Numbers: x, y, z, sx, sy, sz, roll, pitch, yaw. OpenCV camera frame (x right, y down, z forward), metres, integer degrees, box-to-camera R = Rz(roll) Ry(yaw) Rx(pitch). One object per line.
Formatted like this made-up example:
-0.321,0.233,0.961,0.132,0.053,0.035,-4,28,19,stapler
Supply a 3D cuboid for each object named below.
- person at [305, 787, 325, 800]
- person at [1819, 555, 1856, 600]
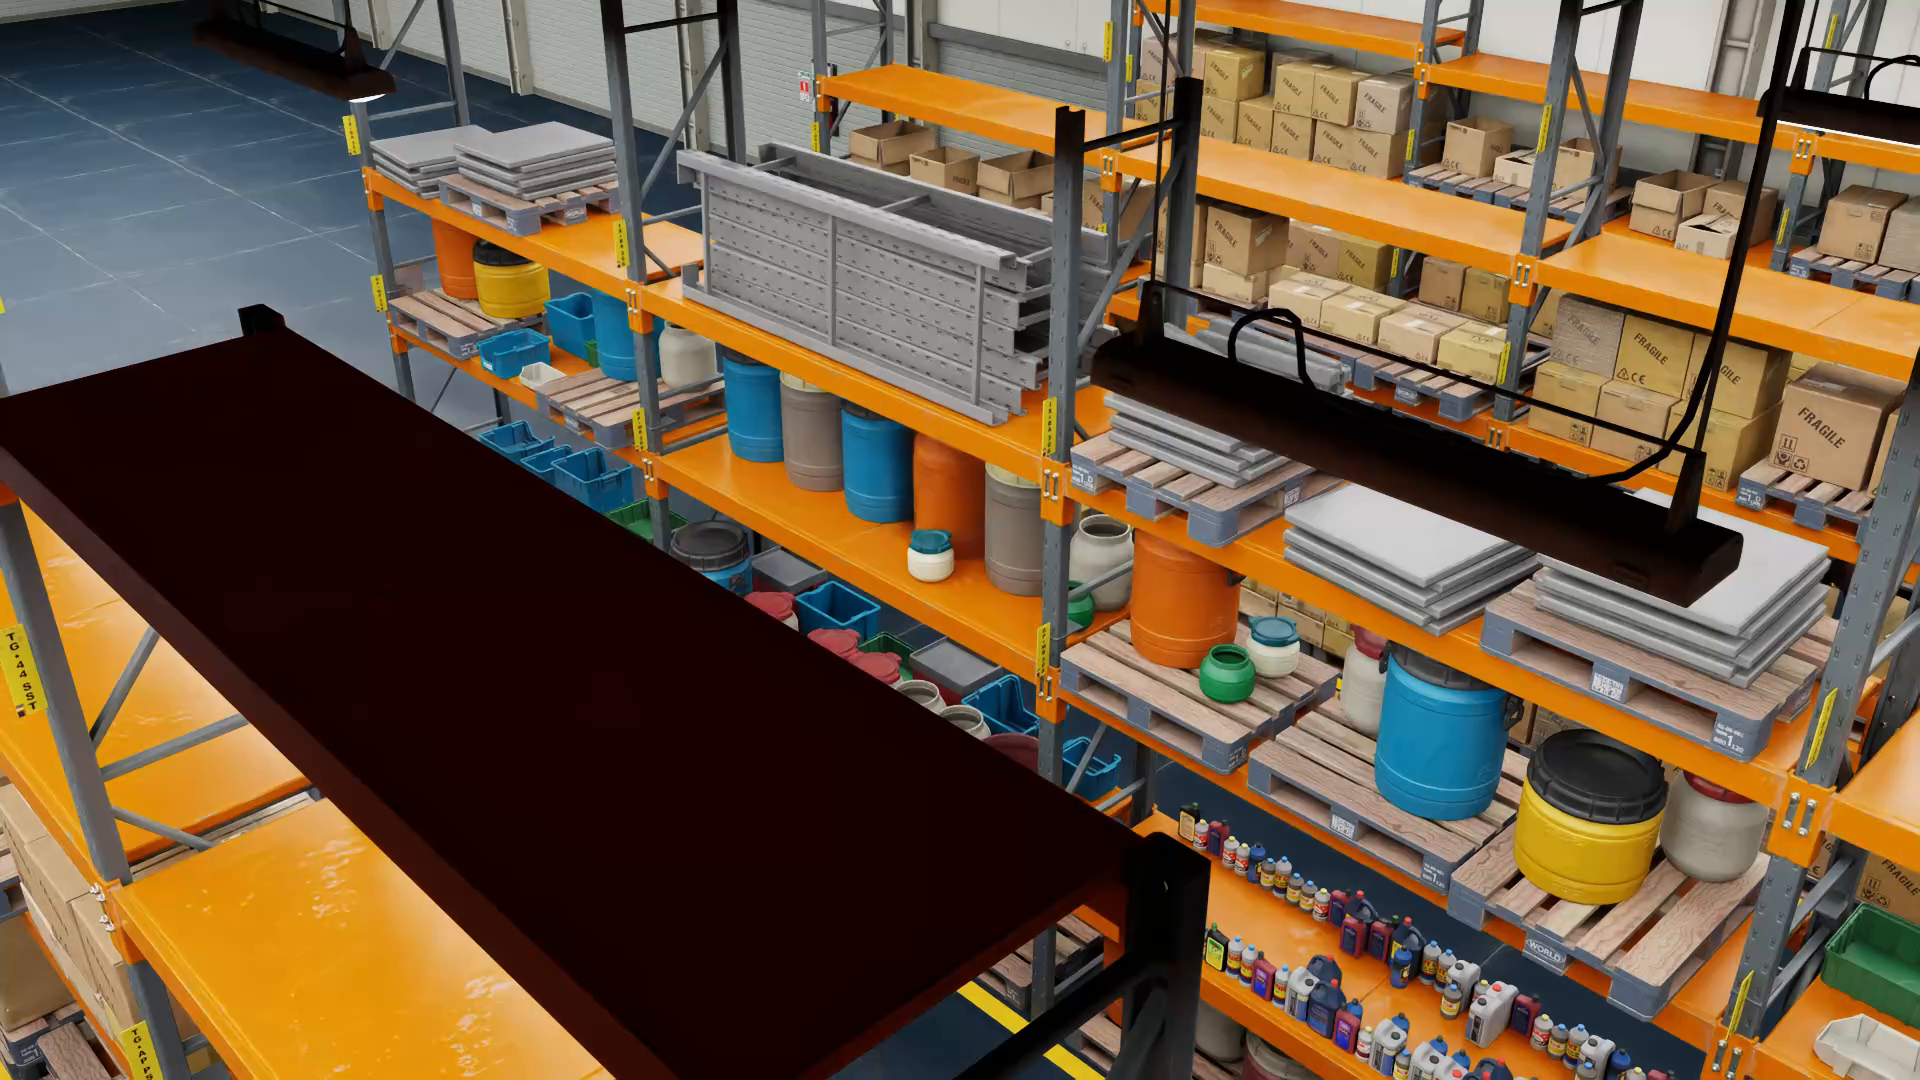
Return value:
-4.821,1.748,11.759,0.590,1.813,0.587,-11,30,-20,person
7.839,0.188,14.840,1.143,1.505,0.661,23,36,36,person
